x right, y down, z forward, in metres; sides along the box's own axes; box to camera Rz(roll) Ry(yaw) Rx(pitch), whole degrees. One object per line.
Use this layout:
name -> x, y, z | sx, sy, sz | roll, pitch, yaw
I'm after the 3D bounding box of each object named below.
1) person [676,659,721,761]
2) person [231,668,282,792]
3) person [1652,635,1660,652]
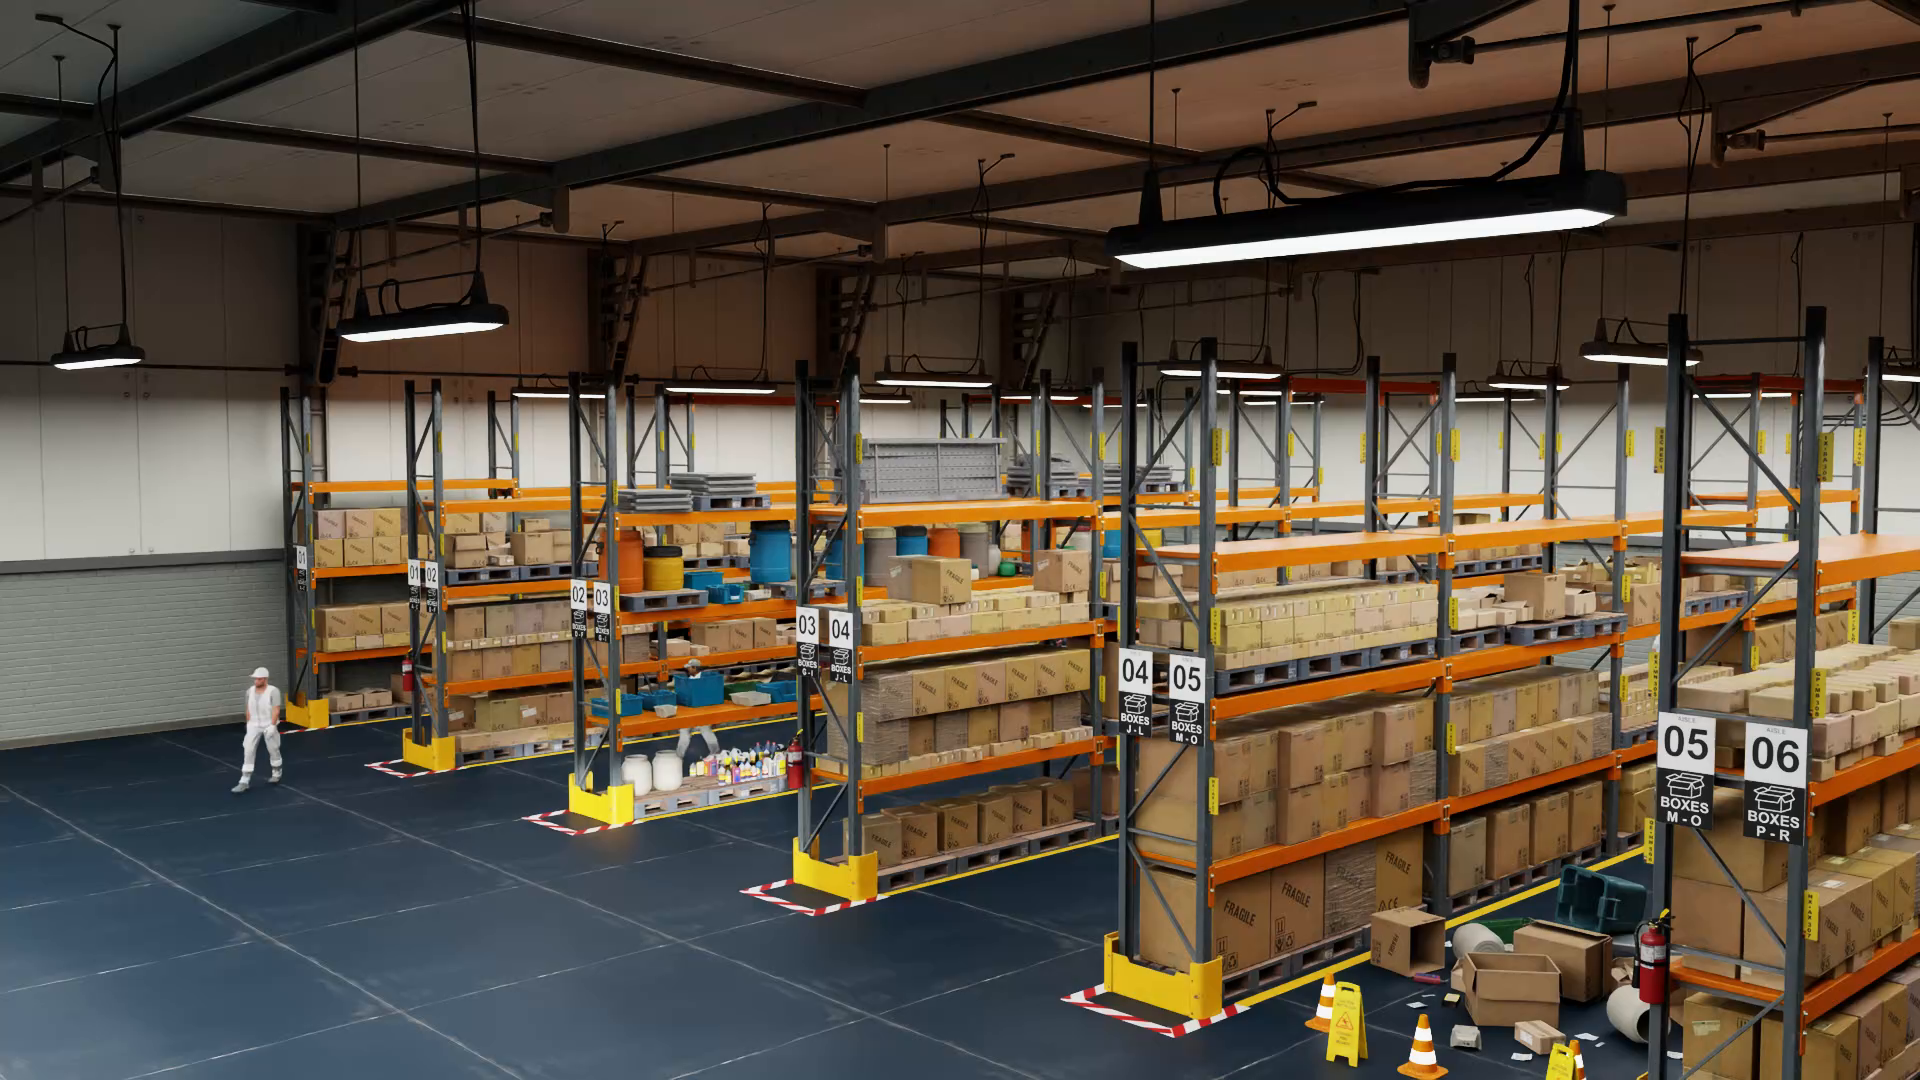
person -> -4.169, 2.672, 25.973 | 0.900, 1.627, 0.501 | -3, 5, -36
person -> -10.166, 2.721, 24.175 | 0.562, 1.742, 0.940 | 0, 4, -1
person -> 13.125, 2.324, 30.873 | 0.644, 1.711, 1.099 | 3, 5, 43
